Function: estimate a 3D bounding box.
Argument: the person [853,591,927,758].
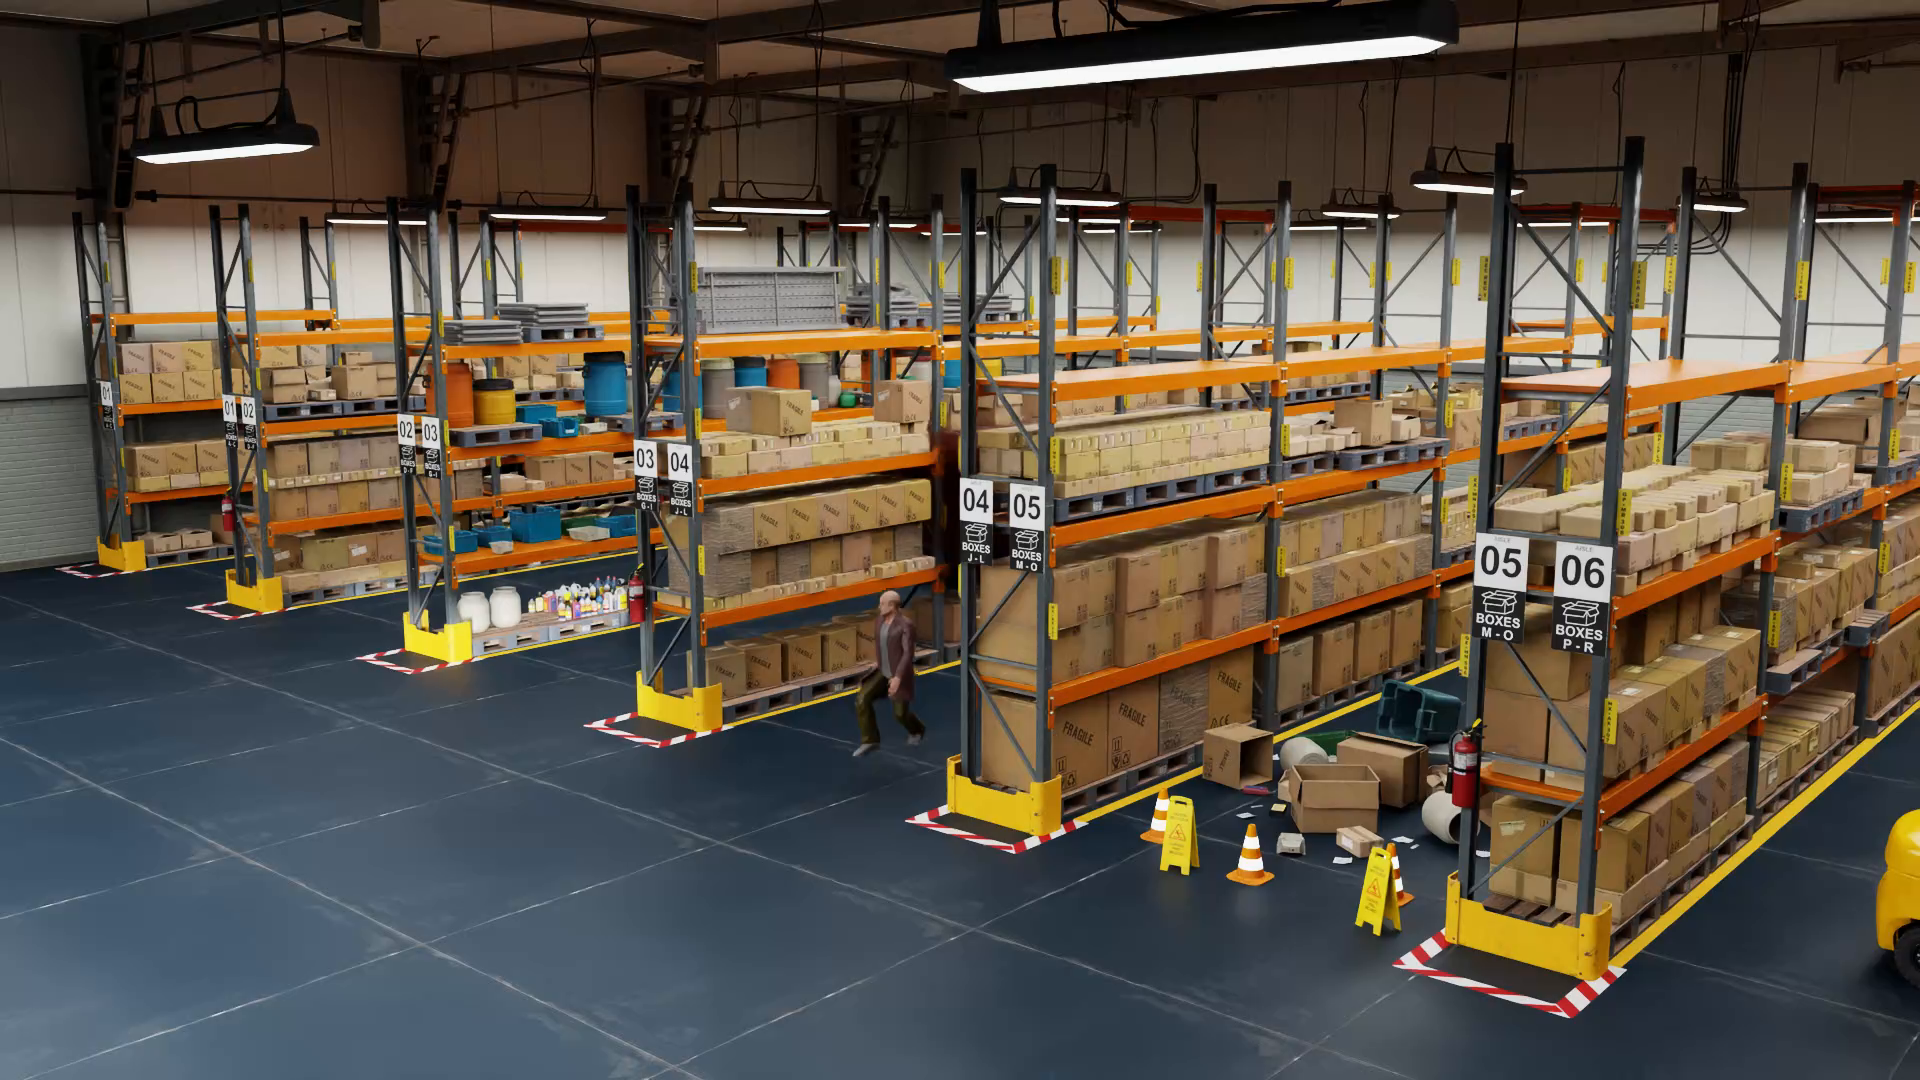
[{"bbox_3d":[-0.711,1.321,16.793,0.607,1.632,1.012,7,12,37],"label":"person"}]
